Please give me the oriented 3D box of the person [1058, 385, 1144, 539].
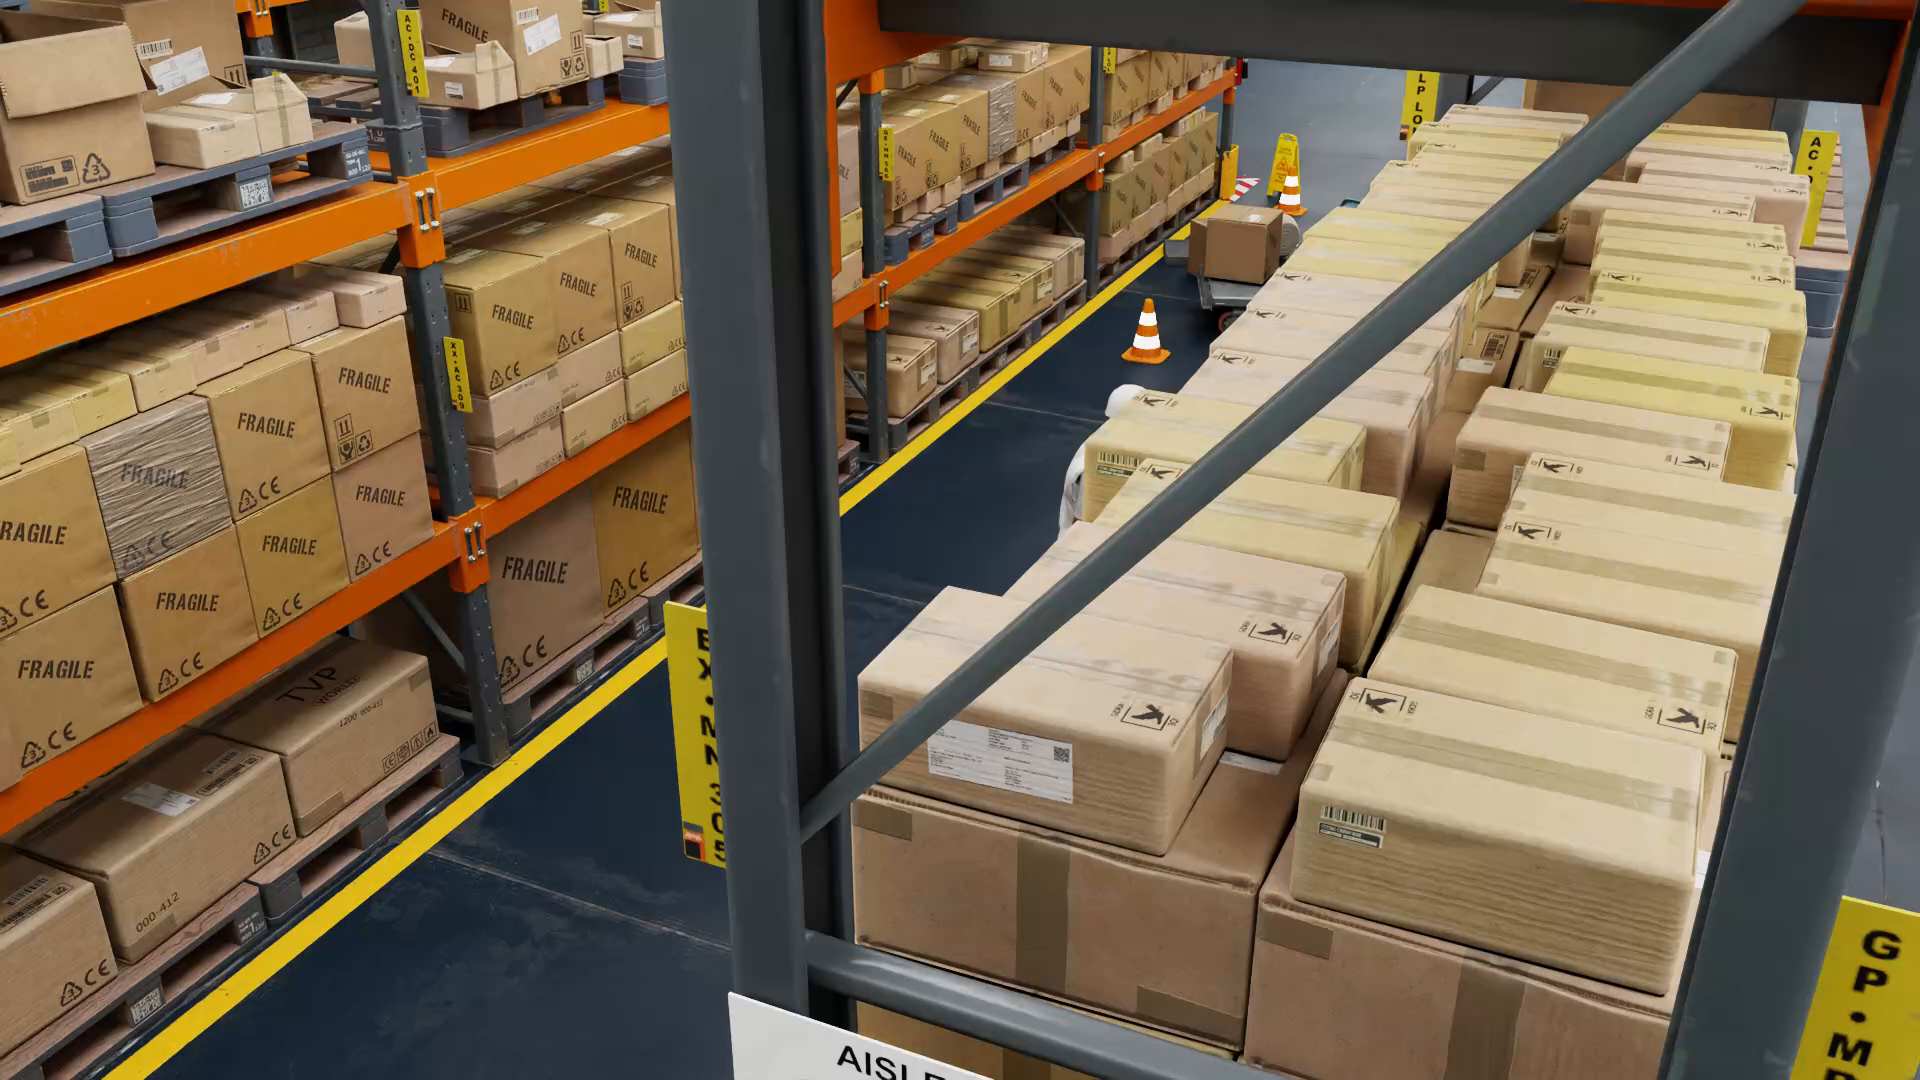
[{"bbox_3d":[0.701,0.104,7.887,0.453,1.774,0.622,11,28,21],"label":"person"}]
